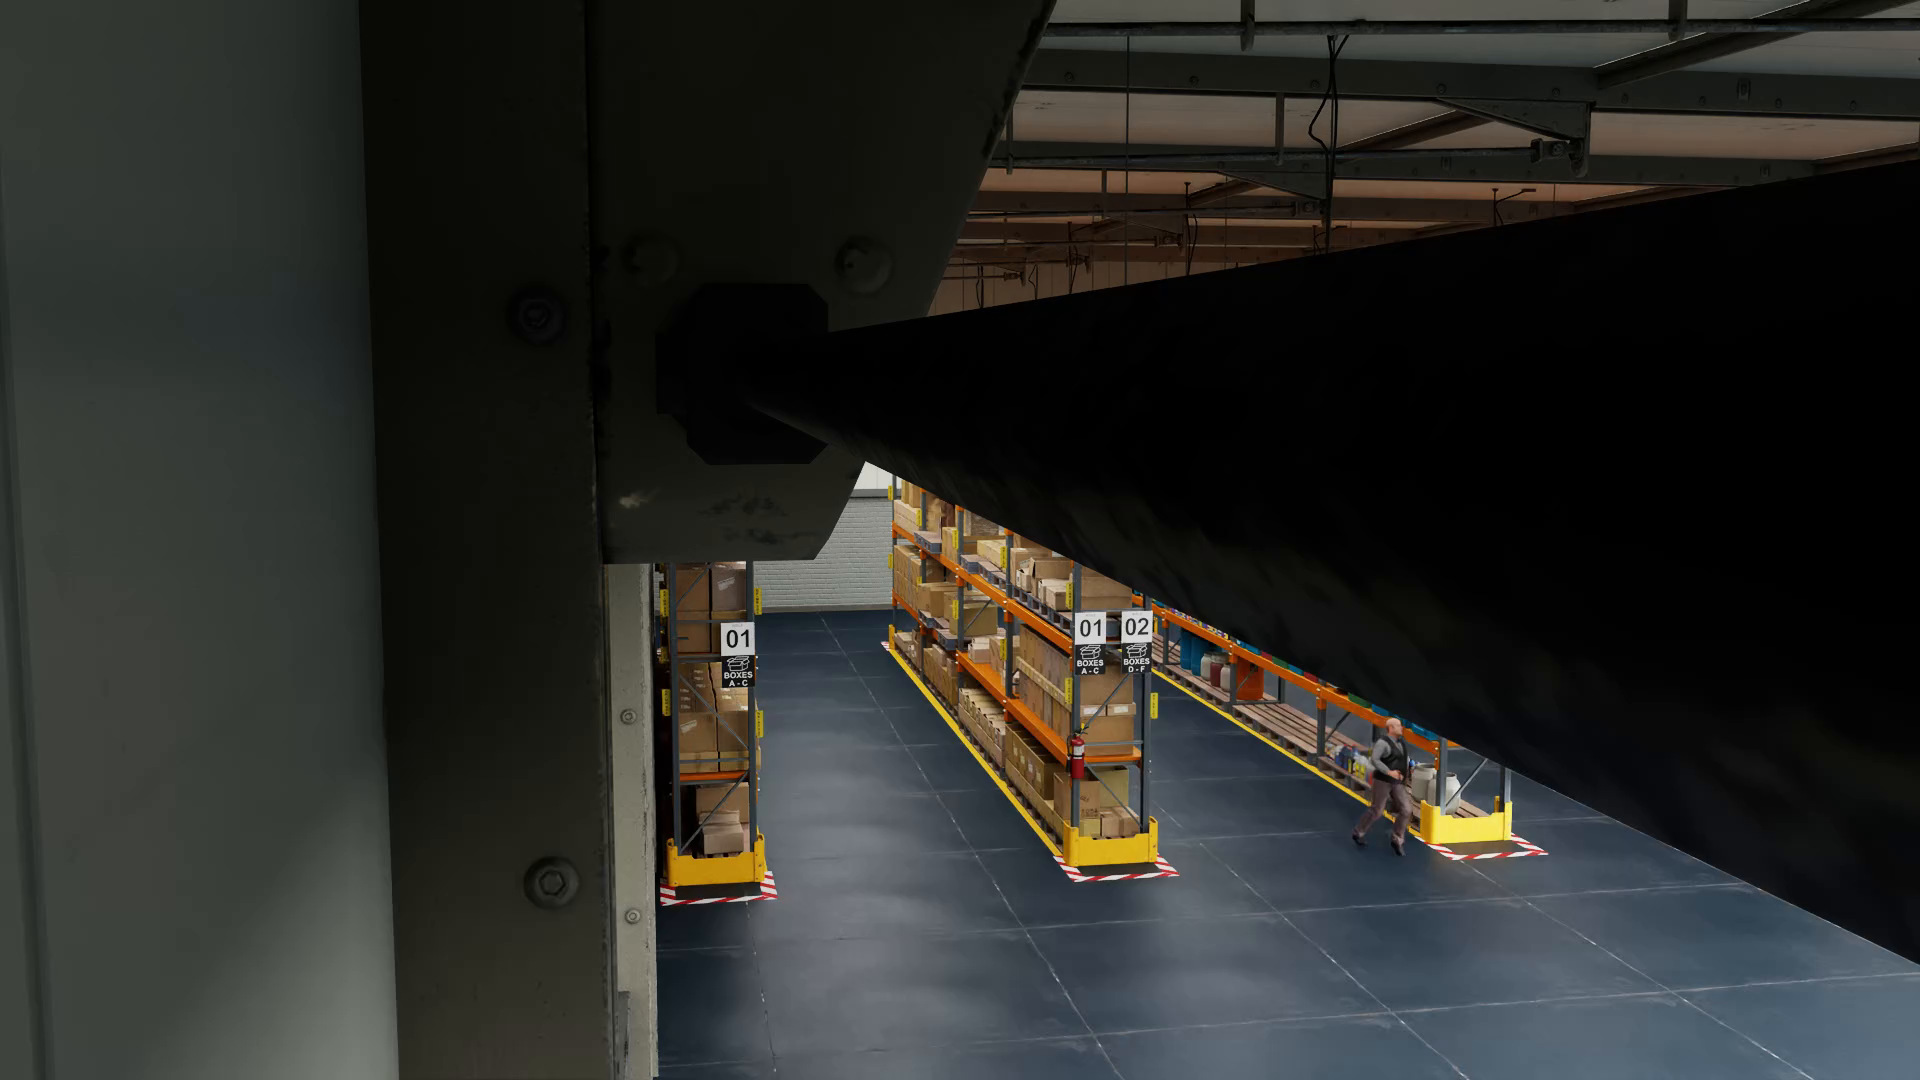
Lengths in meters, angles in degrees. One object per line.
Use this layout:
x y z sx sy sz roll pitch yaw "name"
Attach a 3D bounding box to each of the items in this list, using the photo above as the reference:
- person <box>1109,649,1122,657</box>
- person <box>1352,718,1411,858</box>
2.820 2.293 30.152 0.538 1.586 0.790 -3 7 -23 "person"
5.561 3.174 21.518 0.730 1.750 0.752 -4 8 -35 "person"
